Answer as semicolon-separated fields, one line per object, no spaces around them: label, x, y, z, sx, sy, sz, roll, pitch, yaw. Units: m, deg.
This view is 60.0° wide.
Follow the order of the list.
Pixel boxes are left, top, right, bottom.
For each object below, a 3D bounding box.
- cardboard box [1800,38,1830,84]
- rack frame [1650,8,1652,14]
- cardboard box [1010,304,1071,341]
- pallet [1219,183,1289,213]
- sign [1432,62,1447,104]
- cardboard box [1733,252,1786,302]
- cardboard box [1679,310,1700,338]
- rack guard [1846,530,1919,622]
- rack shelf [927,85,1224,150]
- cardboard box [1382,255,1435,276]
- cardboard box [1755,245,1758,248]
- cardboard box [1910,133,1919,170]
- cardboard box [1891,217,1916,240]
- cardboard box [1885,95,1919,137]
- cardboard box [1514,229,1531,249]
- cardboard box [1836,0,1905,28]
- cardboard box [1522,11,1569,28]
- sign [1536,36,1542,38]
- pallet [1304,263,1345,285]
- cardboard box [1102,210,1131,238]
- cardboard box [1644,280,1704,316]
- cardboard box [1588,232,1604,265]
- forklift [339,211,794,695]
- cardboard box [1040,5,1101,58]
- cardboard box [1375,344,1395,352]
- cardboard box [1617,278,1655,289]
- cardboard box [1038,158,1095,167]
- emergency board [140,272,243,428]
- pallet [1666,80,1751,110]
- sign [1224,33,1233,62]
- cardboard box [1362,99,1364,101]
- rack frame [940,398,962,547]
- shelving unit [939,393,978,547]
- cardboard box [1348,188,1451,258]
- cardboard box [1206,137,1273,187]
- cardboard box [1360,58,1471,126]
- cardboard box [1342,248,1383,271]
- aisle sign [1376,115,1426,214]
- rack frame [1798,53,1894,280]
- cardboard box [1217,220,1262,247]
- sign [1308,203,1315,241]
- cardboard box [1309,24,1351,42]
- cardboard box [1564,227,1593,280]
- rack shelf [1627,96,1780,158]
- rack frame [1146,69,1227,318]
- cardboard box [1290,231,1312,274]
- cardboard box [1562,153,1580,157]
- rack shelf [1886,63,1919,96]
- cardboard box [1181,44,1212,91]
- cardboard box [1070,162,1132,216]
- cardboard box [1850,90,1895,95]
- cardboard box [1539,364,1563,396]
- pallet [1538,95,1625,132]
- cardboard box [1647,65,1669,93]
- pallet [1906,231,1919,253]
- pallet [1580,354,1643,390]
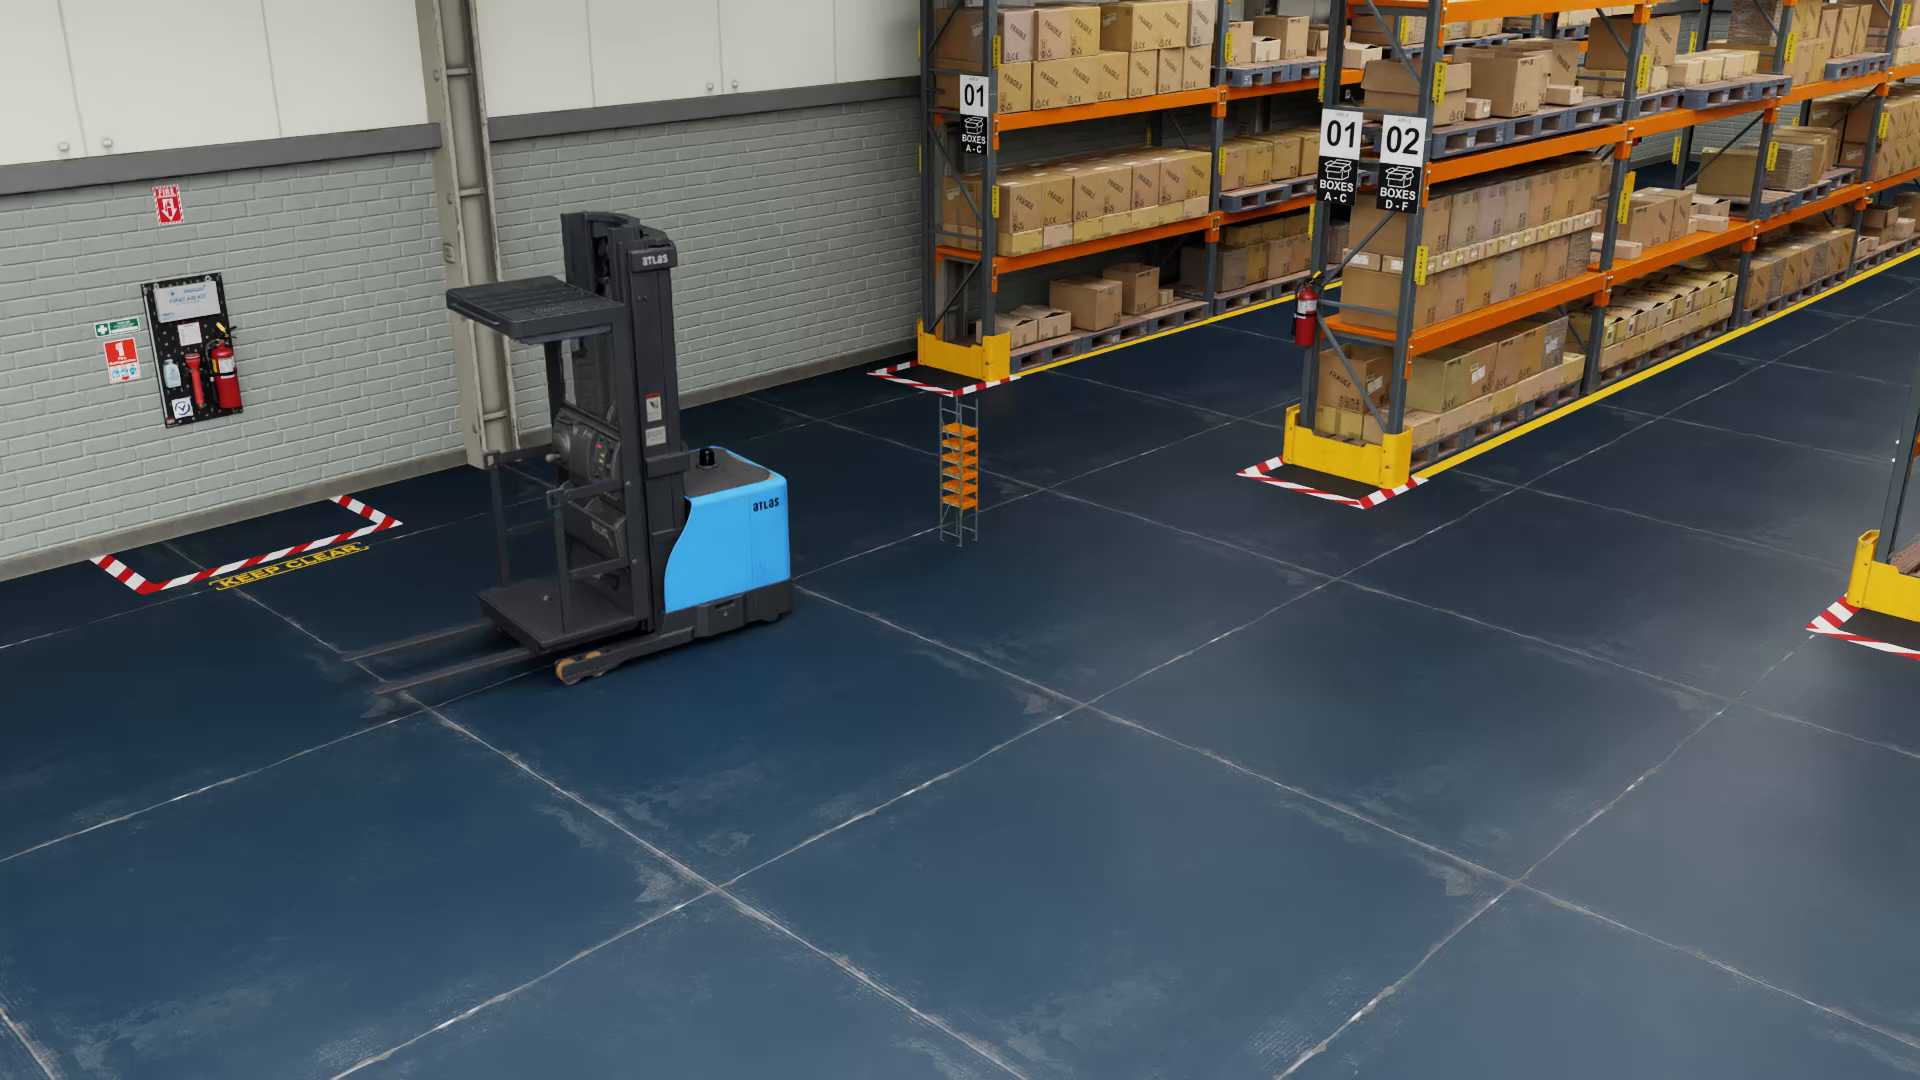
cardboard box;10.112;-5.926;20.491;0.910;0.500;0.500;19;28;41
rack frame;11.142;-10.189;27.541;1.000;3.000;0.127;19;28;41
cardboard box;0.925;-2.528;19.106;0.500;0.311;0.500;-17;27;-38
pallet;3.408;-4.375;21.043;1.003;0.211;1.213;19;28;41
sign;3.925;-3.742;13.619;0.100;0.325;0.005;19;28;41
cardboard box;9.996;-3.314;20.886;0.500;0.500;0.500;18;27;39
cardboard box;8.211;-2.548;19.270;0.500;0.250;0.500;-19;28;-41
rack guard;7.098;0.339;11.996;1.175;0.500;0.348;19;28;41
rack shelf;1.375;-4.854;18.845;1.077;0.370;4.000;19;28;41
cardboard box;3.960;-2.434;14.682;0.380;0.149;0.250;19;28;40
cardboard box;9.958;-3.564;21.538;0.500;0.500;0.500;18;27;39
cardboard box;13.513;-5.623;23.883;0.500;0.500;0.500;19;28;40
cardboard box;13.807;-4.634;24.669;0.500;0.250;0.500;19;28;41
cardboard box;13.152;-5.951;23.343;0.500;0.500;0.500;18;28;39
cardboard box;5.216;-2.896;15.885;0.250;0.149;0.380;-19;28;-40
cardboard box;12.215;-7.170;22.334;0.700;0.500;0.500;19;28;41
cardboard box;9.022;-8.045;25.628;0.500;0.250;0.500;19;28;40
sign;5.927;-4.987;17.028;0.100;0.325;0.005;19;28;41
pallet;5.015;-3.830;23.246;1.003;0.211;1.213;19;28;41
cardboard box;1.614;-3.657;19.090;0.500;0.250;0.500;20;28;41
cardboard box;8.212;-2.807;19.163;0.500;0.311;0.500;19;28;40
cardboard box;6.635;-3.133;17.754;0.500;0.250;0.500;-18;27;-39
forklift;-2.684;-0.621;11.105;3.031;2.935;1.130;-16;26;-35
cardboard box;1.159;-5.488;17.930;0.500;0.500;0.500;-19;28;-41
cardboard box;4.380;-1.773;16.208;0.500;0.500;0.500;19;28;41
cardboard box;7.819;-2.939;19.506;0.500;0.311;0.500;18;28;39
cardboard box;1.224;-4.130;19.275;0.500;0.500;0.500;-20;29;-41
emergency board;-6.088;-1.504;13.308;0.194;1.169;0.643;19;28;41
pallet;7.925;-4.921;18.278;1.213;0.211;1.003;-19;28;-40
sign;3.165;-5.812;19.613;0.100;0.325;0.005;19;28;41
cardboard box;6.055;-6.191;23.874;0.500;0.250;0.500;18;27;39
rack frame;-0.074;-0.533;13.288;0.240;1.200;0.006;19;28;41
shelving unit;-0.010;-0.556;13.350;0.258;1.200;0.189;19;28;41
cardboard box;3.904;-2.820;14.782;0.700;0.500;0.500;19;28;41
cardboard box;3.545;-4.820;21.182;0.500;0.500;0.700;-17;27;-37
cardboard box;3.936;-3.894;14.418;0.637;0.503;0.797;-18;27;-38
cardboard box;3.662;-2.533;14.939;0.380;0.149;0.250;19;28;40
aisle sign;3.706;-3.157;13.984;0.394;0.787;0.004;19;28;41
rack frame;11.903;-5.122;22.719;1.000;3.000;0.127;19;28;41
cardboard box;3.577;-4.000;21.627;0.500;0.250;0.500;19;28;40
sign;3.153;-2.828;14.806;0.100;0.325;0.005;19;28;41
cardboard box;4.894;-6.661;22.376;0.500;0.500;0.500;19;28;41
cardboard box;6.017;-2.996;17.050;0.700;0.500;0.500;18;28;39
rack shelf;7.718;-4.644;18.297;1.077;0.370;4.000;19;28;41
rack frame;2.771;-4.304;20.592;1.000;3.000;0.127;19;28;41
cardboard box;4.327;-3.935;22.502;0.700;0.500;0.500;19;28;40
cardboard box;10.316;-6.468;28.215;0.380;0.149;0.250;19;28;41
rack shelf;13.298;-6.700;23.648;1.077;0.370;4.000;19;28;41
cardboard box;2.594;-5.568;19.532;0.500;0.500;0.500;-19;28;-41
cardboard box;1.597;-4.004;18.948;0.500;0.500;0.500;-19;28;-40
cardboard box;13.130;-6.221;24.046;0.500;0.500;0.500;19;28;40
cardboard box;5.800;-1.678;17.006;0.500;0.250;0.500;19;28;41
pallet;5.746;-4.198;16.259;1.003;0.211;1.213;19;28;41
cardboard box;7.140;-4.889;17.557;0.500;0.250;0.500;16;26;36
pallet;14.085;-4.624;25.310;1.003;0.211;1.213;19;28;41
pallet;6.808;-1.963;18.387;1.003;0.211;1.213;19;28;41
